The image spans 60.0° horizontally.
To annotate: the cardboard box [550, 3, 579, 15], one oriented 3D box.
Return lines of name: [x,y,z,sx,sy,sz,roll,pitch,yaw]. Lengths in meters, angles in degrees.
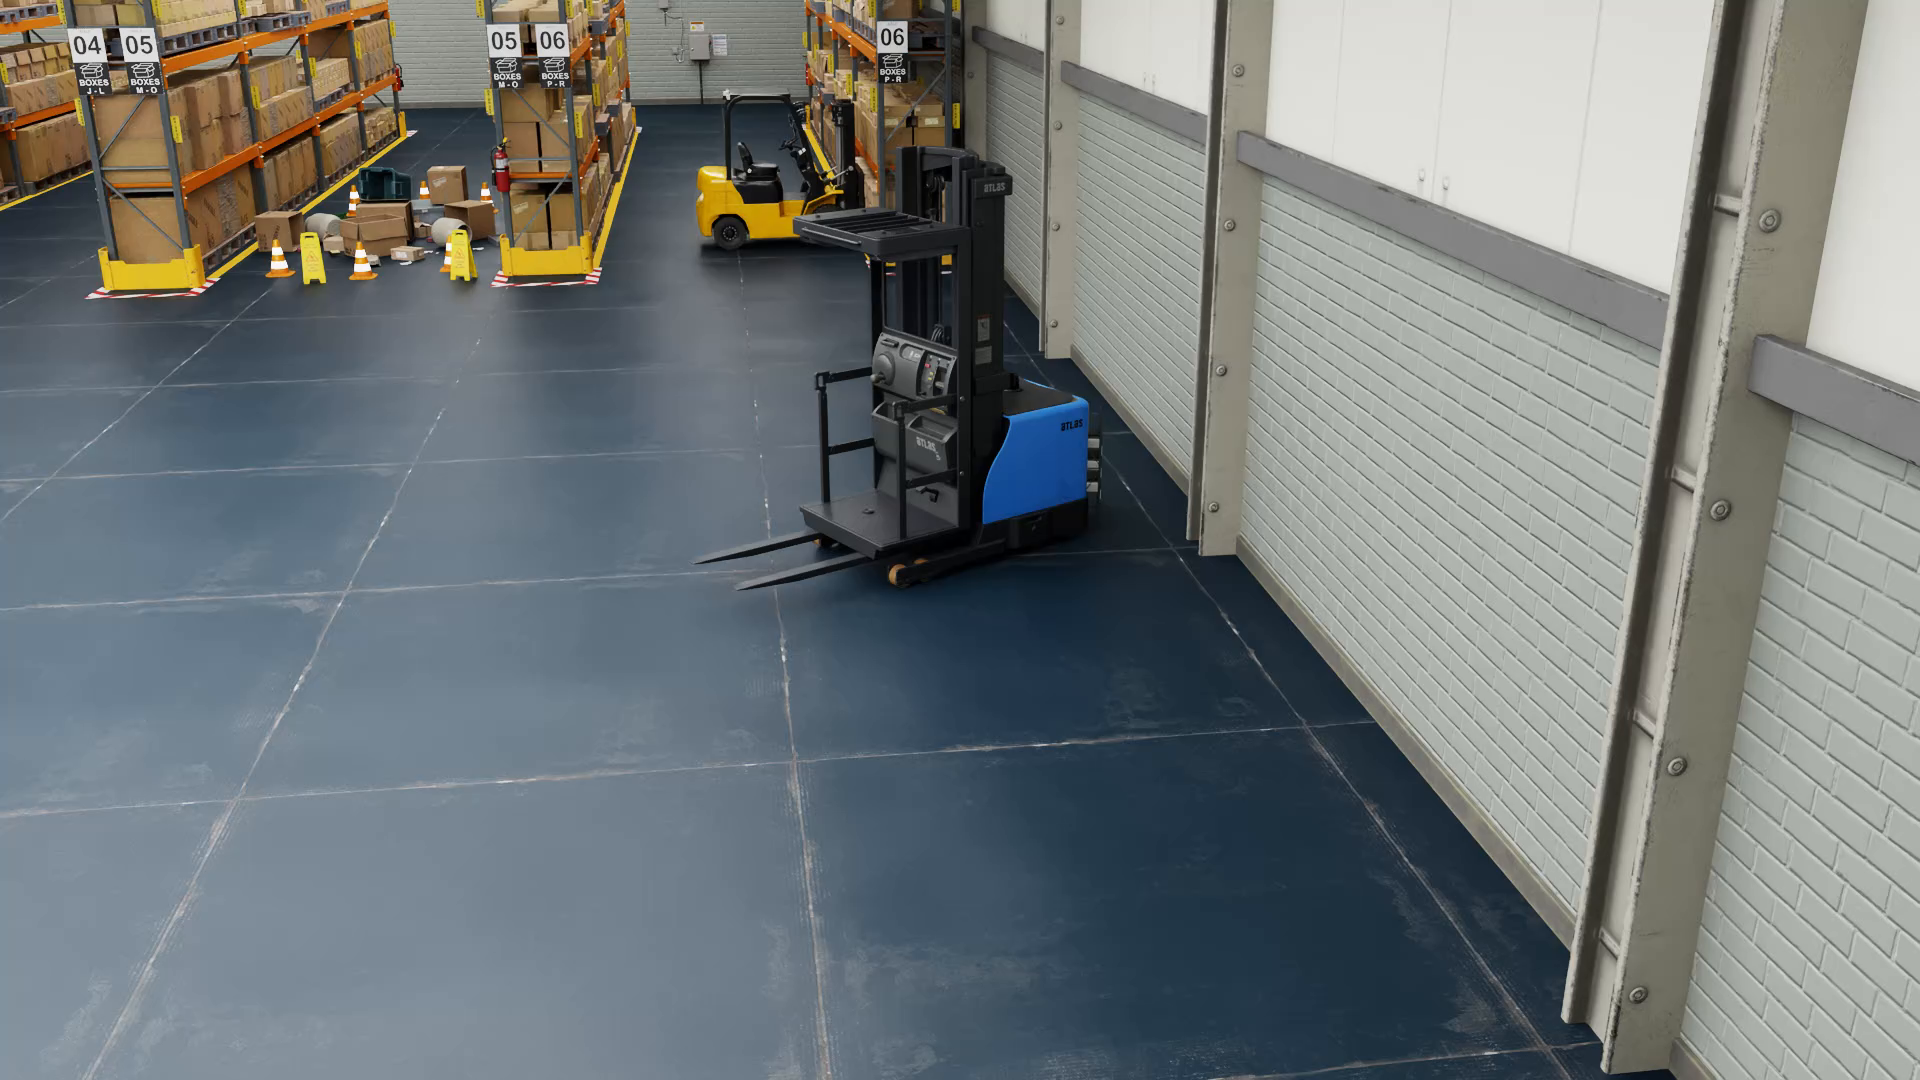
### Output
cardboard box: [-5.514,-7.394,23.158,0.380,0.149,0.250,-3,21,-7]

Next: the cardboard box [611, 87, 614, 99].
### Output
cardboard box: [-6.653,-8.219,30.650,0.500,0.250,0.500,-2,21,-6]

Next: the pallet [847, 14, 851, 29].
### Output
pallet: [-1.322,-8.236,26.466,0.805,0.209,1.217,-4,21,-10]

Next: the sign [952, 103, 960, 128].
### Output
sign: [-0.055,-5.699,22.337,0.100,0.325,0.005,-3,21,-8]

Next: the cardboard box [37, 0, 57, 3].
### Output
cardboard box: [-16.960,-10.082,30.393,0.700,0.500,0.500,-2,21,-6]

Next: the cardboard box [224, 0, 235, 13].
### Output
cardboard box: [-10.652,-7.639,23.642,0.500,0.250,0.500,-3,21,-8]

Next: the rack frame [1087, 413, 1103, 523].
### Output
rack frame: [0.975,-0.556,12.917,0.240,0.900,0.006,1,21,3]

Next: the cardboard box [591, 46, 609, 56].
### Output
cardboard box: [-6.580,-8.618,29.932,0.500,0.500,0.500,-3,21,-8]

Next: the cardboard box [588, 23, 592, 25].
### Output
cardboard box: [-6.422,-8.676,27.223,0.797,0.503,0.637,-3,21,-8]

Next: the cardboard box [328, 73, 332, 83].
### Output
cardboard box: [-11.655,-8.399,30.250,0.380,0.149,0.250,-2,21,-6]

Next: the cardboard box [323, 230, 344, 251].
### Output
cardboard box: [-8.907,-4.296,23.839,0.396,0.266,0.258,1,20,2]

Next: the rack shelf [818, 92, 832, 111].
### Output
rack shelf: [-2.047,-8.356,31.829,1.077,0.370,4.000,-3,21,-8]

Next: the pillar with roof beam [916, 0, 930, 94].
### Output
pillar with roof beam: [-4.939,-10.188,27.131,9.100,9.000,0.400,-3,21,-8]

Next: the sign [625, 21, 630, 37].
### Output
sign: [-7.284,-11.194,36.408,0.100,0.325,0.005,-3,21,-8]

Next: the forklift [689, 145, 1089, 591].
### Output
forklift: [-0.497,-1.241,11.851,3.031,2.935,1.130,-15,25,-34]

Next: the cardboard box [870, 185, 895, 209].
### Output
cardboard box: [-0.980,-4.751,23.051,0.500,0.250,0.500,-2,21,-6]

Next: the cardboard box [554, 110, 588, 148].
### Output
cardboard box: [-5.463,-5.699,23.118,0.500,0.500,0.500,-3,21,-9]

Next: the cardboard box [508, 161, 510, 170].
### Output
cardboard box: [-5.929,-5.062,22.341,0.380,0.149,0.250,-3,21,-8]

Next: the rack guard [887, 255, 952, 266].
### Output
rack guard: [-0.602,-4.051,22.848,1.175,0.500,0.348,-3,21,-8]

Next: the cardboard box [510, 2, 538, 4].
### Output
cardboard box: [-6.178,-7.543,23.558,0.380,0.149,0.250,-4,21,-10]

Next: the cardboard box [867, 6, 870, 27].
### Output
cardboard box: [-1.062,-7.176,22.803,0.396,0.266,0.258,-3,21,-8]

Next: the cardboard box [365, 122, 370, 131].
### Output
cardboard box: [-11.956,-8.217,33.053,0.380,0.149,0.250,-2,21,-5]

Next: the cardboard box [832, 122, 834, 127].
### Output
cardboard box: [-2.244,-7.949,31.756,0.380,0.149,0.250,-4,21,-10]

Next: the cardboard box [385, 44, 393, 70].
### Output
cardboard box: [-12.387,-10.277,35.378,0.500,0.500,0.500,-2,21,-7]

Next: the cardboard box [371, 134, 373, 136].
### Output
cardboard box: [-12.076,-8.113,33.626,0.380,0.149,0.250,-3,21,-9]

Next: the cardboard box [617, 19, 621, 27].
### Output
cardboard box: [-7.397,-10.962,35.281,0.380,0.149,0.250,-2,21,-7]

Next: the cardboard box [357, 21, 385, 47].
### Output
cardboard box: [-12.322,-10.567,34.725,0.500,0.500,0.500,-4,21,-10]

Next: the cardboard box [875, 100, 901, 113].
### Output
cardboard box: [-0.996,-6.007,23.017,0.380,0.149,0.250,-2,21,-7]

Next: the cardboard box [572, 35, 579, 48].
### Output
cardboard box: [-5.433,-6.845,22.827,0.380,0.149,0.250,-3,21,-7]

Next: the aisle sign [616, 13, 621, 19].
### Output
aisle sign: [-7.527,-11.777,36.245,0.394,0.787,0.004,-3,21,-8]

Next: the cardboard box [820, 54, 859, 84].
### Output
cardboard box: [-2.299,-8.999,31.780,0.700,0.500,0.500,-3,21,-8]

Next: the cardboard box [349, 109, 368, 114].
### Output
cardboard box: [-12.809,-9.086,35.380,0.380,0.149,0.250,-3,21,-7]

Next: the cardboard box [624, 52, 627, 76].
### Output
cardboard box: [-7.350,-10.060,35.220,0.500,0.500,0.500,-2,21,-6]

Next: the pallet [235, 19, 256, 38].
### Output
pallet: [-11.158,-7.710,25.057,0.805,0.209,1.217,-4,21,-10]

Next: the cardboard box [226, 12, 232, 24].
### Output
cardboard box: [-10.572,-7.413,23.606,0.380,0.149,0.250,-3,21,-7]

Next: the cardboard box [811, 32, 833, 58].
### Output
cardboard box: [-2.896,-10.501,35.261,0.500,0.500,0.500,-2,21,-6]

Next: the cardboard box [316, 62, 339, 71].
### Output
cardboard box: [-11.766,-8.804,30.910,0.380,0.149,0.250,-3,21,-8]

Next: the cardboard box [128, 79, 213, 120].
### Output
cardboard box: [-10.738,-5.964,22.640,0.875,0.550,0.500,-3,21,-8]

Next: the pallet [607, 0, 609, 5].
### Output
pallet: [-7.066,-10.134,31.549,0.805,0.209,1.217,-4,21,-10]

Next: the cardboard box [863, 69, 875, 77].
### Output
cardboard box: [-1.511,-8.249,29.444,0.380,0.149,0.250,-2,21,-6]

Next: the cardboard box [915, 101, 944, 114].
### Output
cardboard box: [-0.419,-5.943,22.845,0.380,0.149,0.250,-2,21,-6]

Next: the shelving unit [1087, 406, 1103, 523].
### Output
shelving unit: [0.980,-0.591,13.012,0.258,0.900,0.210,1,21,3]

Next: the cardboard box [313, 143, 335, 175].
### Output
cardboard box: [-11.403,-6.748,29.467,0.500,0.500,0.500,-4,21,-10]

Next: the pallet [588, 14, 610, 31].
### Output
pallet: [-6.229,-8.259,26.523,1.213,0.211,1.003,-3,21,-8]

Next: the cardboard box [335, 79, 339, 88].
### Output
cardboard box: [-11.723,-8.441,30.789,0.380,0.149,0.250,-4,21,-10]

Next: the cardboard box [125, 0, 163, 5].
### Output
cardboard box: [-10.134,-6.730,20.638,0.380,0.149,0.250,-3,21,-7]

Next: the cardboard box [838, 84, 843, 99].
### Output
cardboard box: [-1.808,-7.643,28.392,0.500,0.250,0.500,-3,21,-9]

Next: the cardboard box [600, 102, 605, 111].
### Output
cardboard box: [-6.021,-7.103,27.205,0.380,0.149,0.250,-2,21,-6]

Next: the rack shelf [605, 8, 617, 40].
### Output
rack shelf: [-6.958,-9.509,30.631,1.077,0.370,4.000,-3,21,-8]

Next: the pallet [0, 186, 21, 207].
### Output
pallet: [-16.365,-5.672,27.601,1.003,0.211,1.213,-3,21,-8]

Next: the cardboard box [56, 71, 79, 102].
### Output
cardboard box: [-16.651,-8.361,30.672,0.500,0.500,0.500,-2,21,-6]

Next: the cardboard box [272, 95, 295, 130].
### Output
cardboard box: [-11.003,-6.845,26.614,0.500,0.500,0.500,-3,21,-7]
